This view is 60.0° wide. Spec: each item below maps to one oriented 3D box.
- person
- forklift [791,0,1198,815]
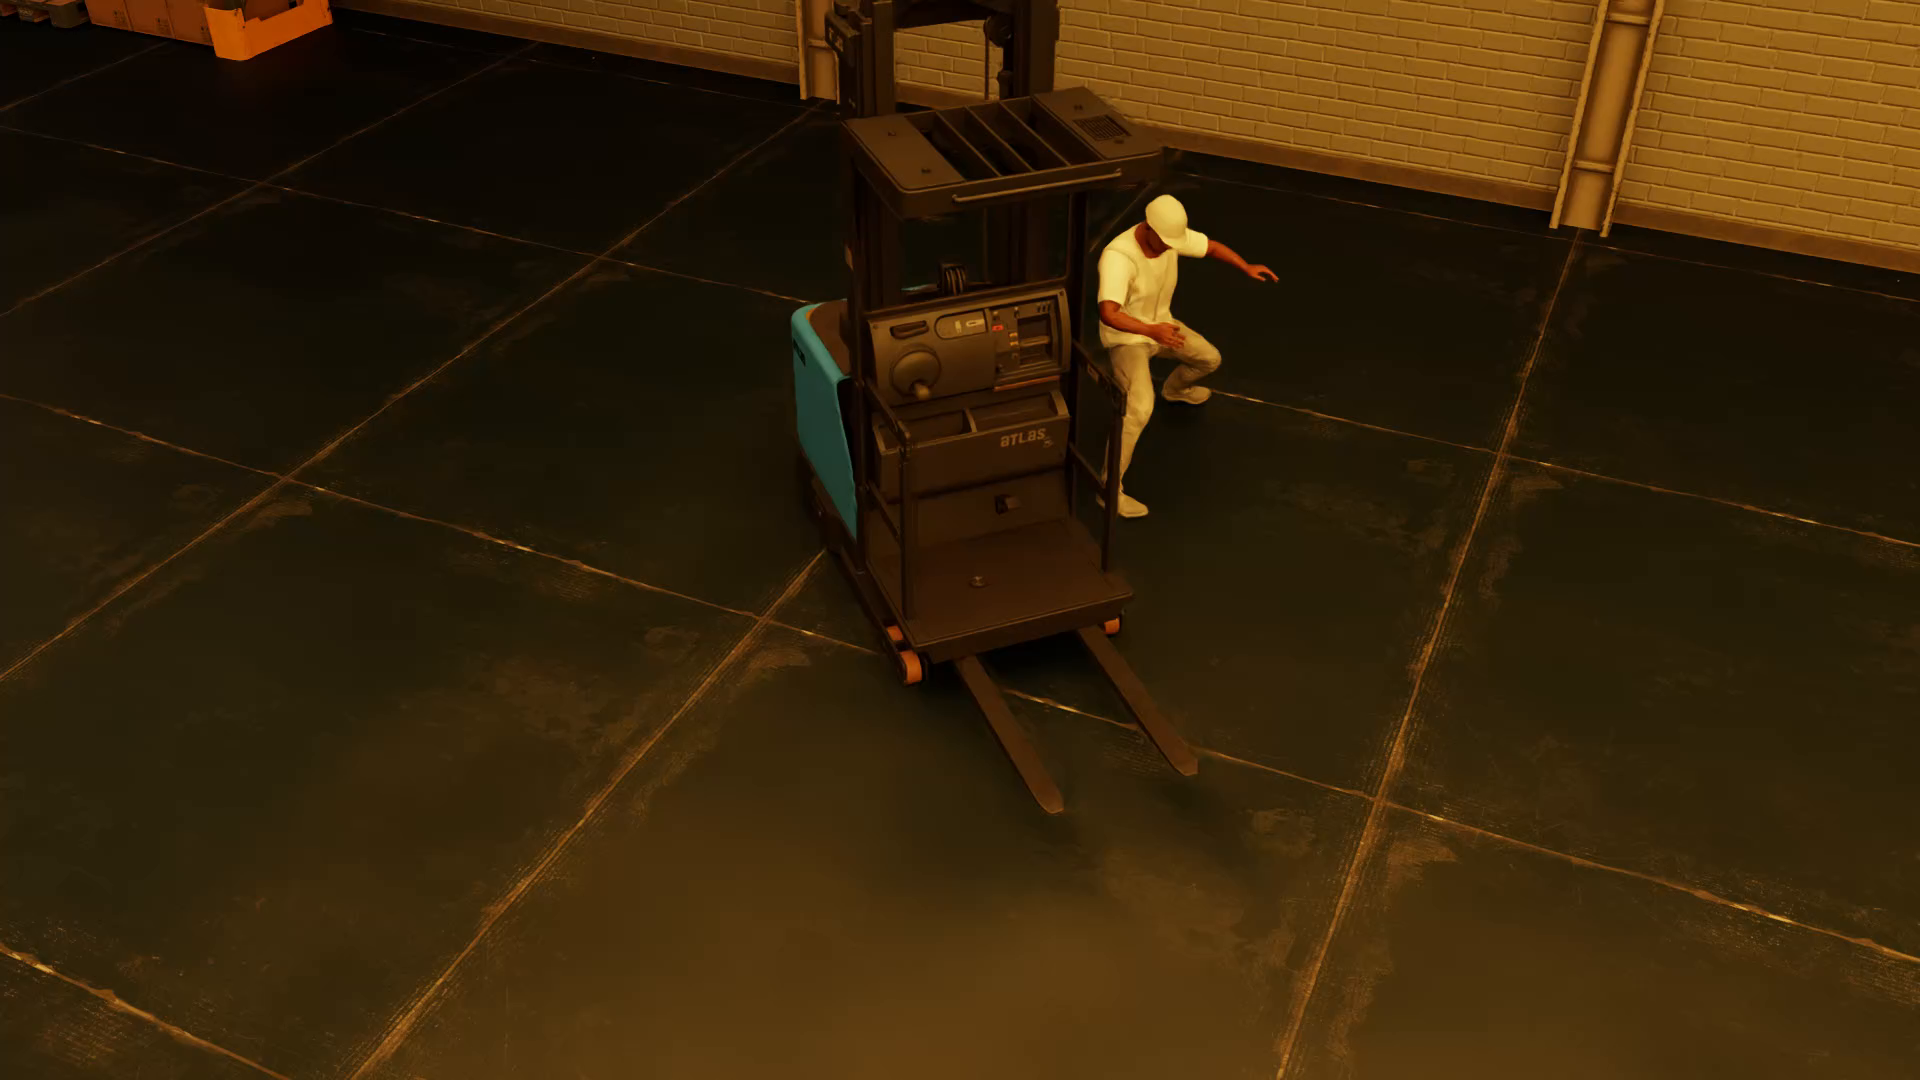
[{"bbox_3d":[1.124,-1.105,8.834,1.281,1.543,0.723,-29,45,-34],"label":"person"},{"bbox_3d":[0.132,-0.800,7.208,1.130,2.935,3.031,-13,37,-17],"label":"forklift"}]
